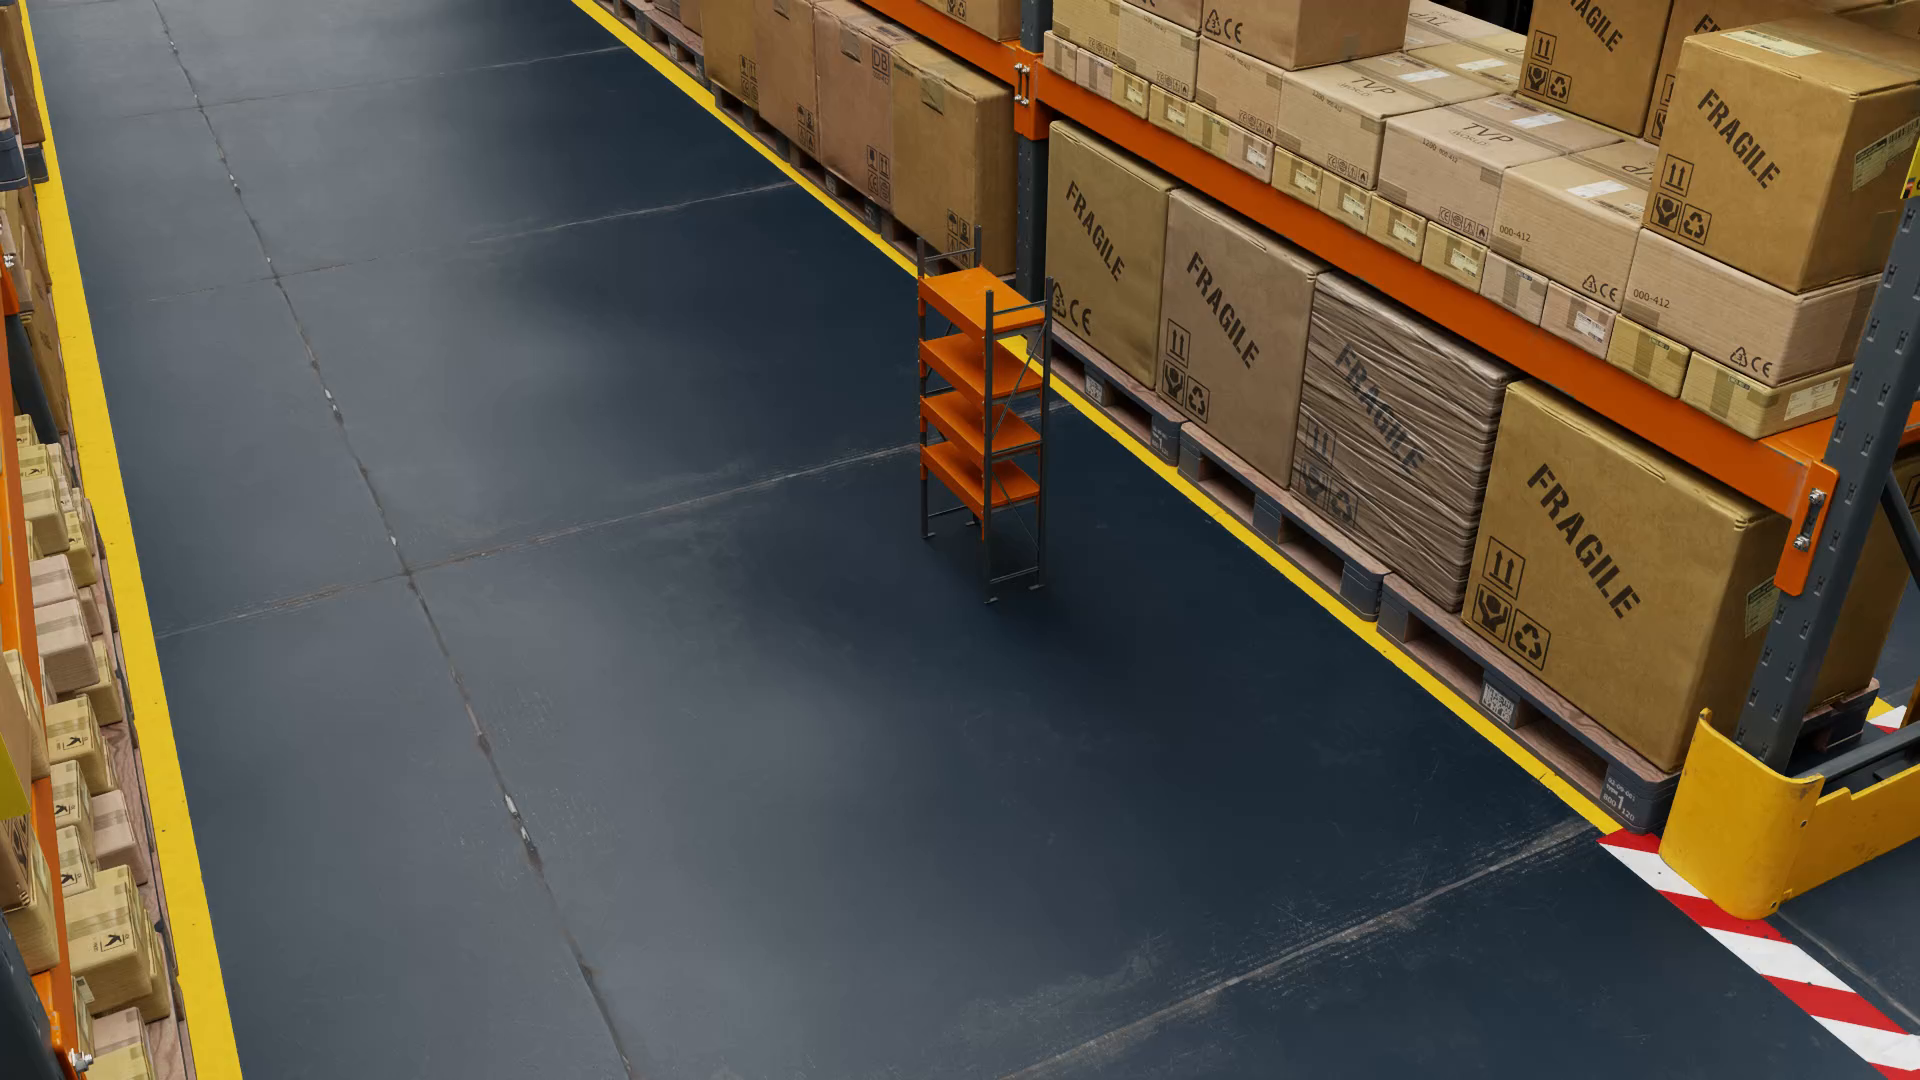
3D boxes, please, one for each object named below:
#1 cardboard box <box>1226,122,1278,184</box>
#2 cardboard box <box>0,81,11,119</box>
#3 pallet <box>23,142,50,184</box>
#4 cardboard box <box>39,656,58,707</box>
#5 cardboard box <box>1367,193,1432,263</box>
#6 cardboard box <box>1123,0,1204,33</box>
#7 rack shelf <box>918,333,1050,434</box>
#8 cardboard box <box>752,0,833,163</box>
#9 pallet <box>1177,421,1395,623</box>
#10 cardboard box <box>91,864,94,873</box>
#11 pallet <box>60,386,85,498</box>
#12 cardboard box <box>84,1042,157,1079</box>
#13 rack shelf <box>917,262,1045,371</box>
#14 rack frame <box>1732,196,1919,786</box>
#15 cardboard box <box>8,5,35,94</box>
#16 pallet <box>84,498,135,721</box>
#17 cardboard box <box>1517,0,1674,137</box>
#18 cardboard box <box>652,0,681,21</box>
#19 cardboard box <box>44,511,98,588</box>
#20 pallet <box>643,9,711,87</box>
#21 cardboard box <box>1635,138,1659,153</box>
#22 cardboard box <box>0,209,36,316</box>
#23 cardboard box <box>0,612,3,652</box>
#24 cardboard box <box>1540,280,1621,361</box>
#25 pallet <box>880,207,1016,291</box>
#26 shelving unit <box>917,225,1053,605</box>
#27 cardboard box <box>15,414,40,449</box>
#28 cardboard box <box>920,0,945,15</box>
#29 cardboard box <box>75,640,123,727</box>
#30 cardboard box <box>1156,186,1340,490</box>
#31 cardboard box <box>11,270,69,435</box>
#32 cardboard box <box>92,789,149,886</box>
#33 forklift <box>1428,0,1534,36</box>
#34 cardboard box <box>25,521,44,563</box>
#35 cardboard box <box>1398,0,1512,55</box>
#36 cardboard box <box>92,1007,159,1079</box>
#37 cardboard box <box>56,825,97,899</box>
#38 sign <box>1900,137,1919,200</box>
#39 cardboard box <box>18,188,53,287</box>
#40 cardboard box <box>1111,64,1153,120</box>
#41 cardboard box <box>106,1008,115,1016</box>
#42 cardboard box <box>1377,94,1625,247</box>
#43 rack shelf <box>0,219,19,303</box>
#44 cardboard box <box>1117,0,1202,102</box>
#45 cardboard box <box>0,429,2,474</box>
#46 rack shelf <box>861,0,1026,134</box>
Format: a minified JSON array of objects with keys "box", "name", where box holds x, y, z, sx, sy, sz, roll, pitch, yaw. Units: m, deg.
[{"box":[1.173,-1.396,5.882,0.380,0.149,0.250,-15,36,-23],"name":"cardboard box"},{"box":[-3.487,-1.521,5.687,0.380,0.149,0.250,-18,37,-25],"name":"cardboard box"},{"box":[-5.876,-2.276,9.607,1.003,0.211,1.213,-16,36,-23],"name":"pallet"},{"box":[-2.622,0.481,4.420,0.380,0.149,0.250,-16,36,-23],"name":"cardboard box"},{"box":[1.534,-1.029,5.308,0.380,0.149,0.250,-16,36,-23],"name":"cardboard box"},{"box":[0.945,-2.194,6.061,0.500,0.500,0.500,-16,36,-23],"name":"cardboard box"},{"box":[0.077,-0.558,5.719,0.258,0.148,0.480,-16,36,-23],"name":"rack shelf"},{"box":[-0.428,-2.775,9.381,1.225,0.875,0.875,-16,36,-23],"name":"cardboard box"},{"box":[1.583,-0.206,6.376,1.003,0.211,1.213,-16,36,-23],"name":"pallet"},{"box":[-2.364,0.855,4.113,0.380,0.149,0.250,-18,37,-25],"name":"cardboard box"},{"box":[-4.074,-0.343,6.590,1.003,0.211,1.213,-16,36,-23],"name":"pallet"},{"box":[-1.789,1.200,3.298,0.380,0.149,0.250,-18,37,-25],"name":"cardboard box"},{"box":[0.077,-0.757,5.591,0.258,0.148,0.480,-16,36,-23],"name":"rack shelf"},{"box":[2.590,-0.437,4.151,1.000,3.000,0.127,-16,36,-23],"name":"rack frame"},{"box":[-6.190,-3.014,9.870,1.050,0.750,0.750,-15,36,-22],"name":"cardboard box"},{"box":[-3.366,0.340,5.524,1.003,0.211,1.213,-16,36,-23],"name":"pallet"},{"box":[2.125,-1.596,5.128,0.500,0.500,0.500,-17,36,-24],"name":"cardboard box"},{"box":[-1.740,-3.963,11.565,0.700,0.500,0.500,-19,37,-27],"name":"cardboard box"},{"box":[-3.004,0.072,5.335,0.380,0.149,0.250,-17,36,-25],"name":"cardboard box"},{"box":[-1.503,-3.454,11.445,1.003,0.211,1.213,-16,36,-23],"name":"pallet"},{"box":[2.357,-1.042,4.959,0.500,0.250,0.500,-16,36,-24],"name":"cardboard box"},{"box":[-3.821,-1.005,6.271,0.500,0.250,0.500,-18,37,-25],"name":"cardboard box"},{"box":[-2.082,0.063,3.003,0.500,0.500,0.500,-16,36,-23],"name":"cardboard box"},{"box":[1.893,-0.662,4.736,0.380,0.149,0.250,-16,36,-23],"name":"cardboard box"},{"box":[0.298,-1.521,8.428,1.003,0.211,1.213,-16,36,-23],"name":"pallet"},{"box":[0.077,-0.426,5.803,0.258,1.200,0.503,-16,36,-23],"name":"shelving unit"},{"box":[-3.314,-0.269,5.591,0.380,0.149,0.250,-15,36,-22],"name":"cardboard box"},{"box":[0.041,-2.780,7.716,0.500,0.500,0.500,-15,35,-22],"name":"cardboard box"},{"box":[-2.743,0.473,4.985,0.380,0.149,0.250,-16,36,-23],"name":"cardboard box"},{"box":[1.381,-0.863,6.397,0.875,0.875,0.875,-16,36,-23],"name":"cardboard box"},{"box":[-3.820,-0.690,6.474,0.500,0.500,0.500,-14,35,-21],"name":"cardboard box"},{"box":[-2.387,0.846,4.402,0.380,0.149,0.250,-18,37,-25],"name":"cardboard box"},{"box":[2.283,-2.479,7.403,1.130,2.935,3.031,-11,34,-16],"name":"forklift"},{"box":[-2.985,0.104,5.010,0.380,0.149,0.250,-15,35,-22],"name":"cardboard box"},{"box":[1.644,-1.773,6.100,0.500,0.250,0.500,-15,36,-22],"name":"cardboard box"},{"box":[-1.940,1.202,3.572,0.380,0.149,0.250,-16,36,-23],"name":"cardboard box"},{"box":[-2.217,0.849,3.846,0.380,0.149,0.250,-18,37,-25],"name":"cardboard box"},{"box":[2.103,-0.894,3.572,0.100,0.325,0.005,-16,36,-23],"name":"sign"},{"box":[-4.537,-1.434,7.636,0.500,0.500,0.500,-18,37,-25],"name":"cardboard box"},{"box":[0.814,-1.764,6.456,0.380,0.149,0.250,-15,35,-22],"name":"cardboard box"},{"box":[-2.123,1.235,3.796,0.380,0.149,0.250,-15,36,-23],"name":"cardboard box"},{"box":[1.656,-1.148,5.125,0.500,0.250,0.500,-17,36,-25],"name":"cardboard box"},{"box":[-4.643,-1.798,6.942,1.077,0.370,4.000,-16,36,-23],"name":"rack shelf"},{"box":[0.940,-1.879,6.265,0.500,0.250,0.500,-16,36,-23],"name":"cardboard box"},{"box":[-2.577,-0.235,4.069,0.380,0.149,0.250,-15,36,-22],"name":"cardboard box"},{"box":[-0.208,-2.997,8.814,1.077,0.370,4.000,-16,36,-23],"name":"rack shelf"}]
